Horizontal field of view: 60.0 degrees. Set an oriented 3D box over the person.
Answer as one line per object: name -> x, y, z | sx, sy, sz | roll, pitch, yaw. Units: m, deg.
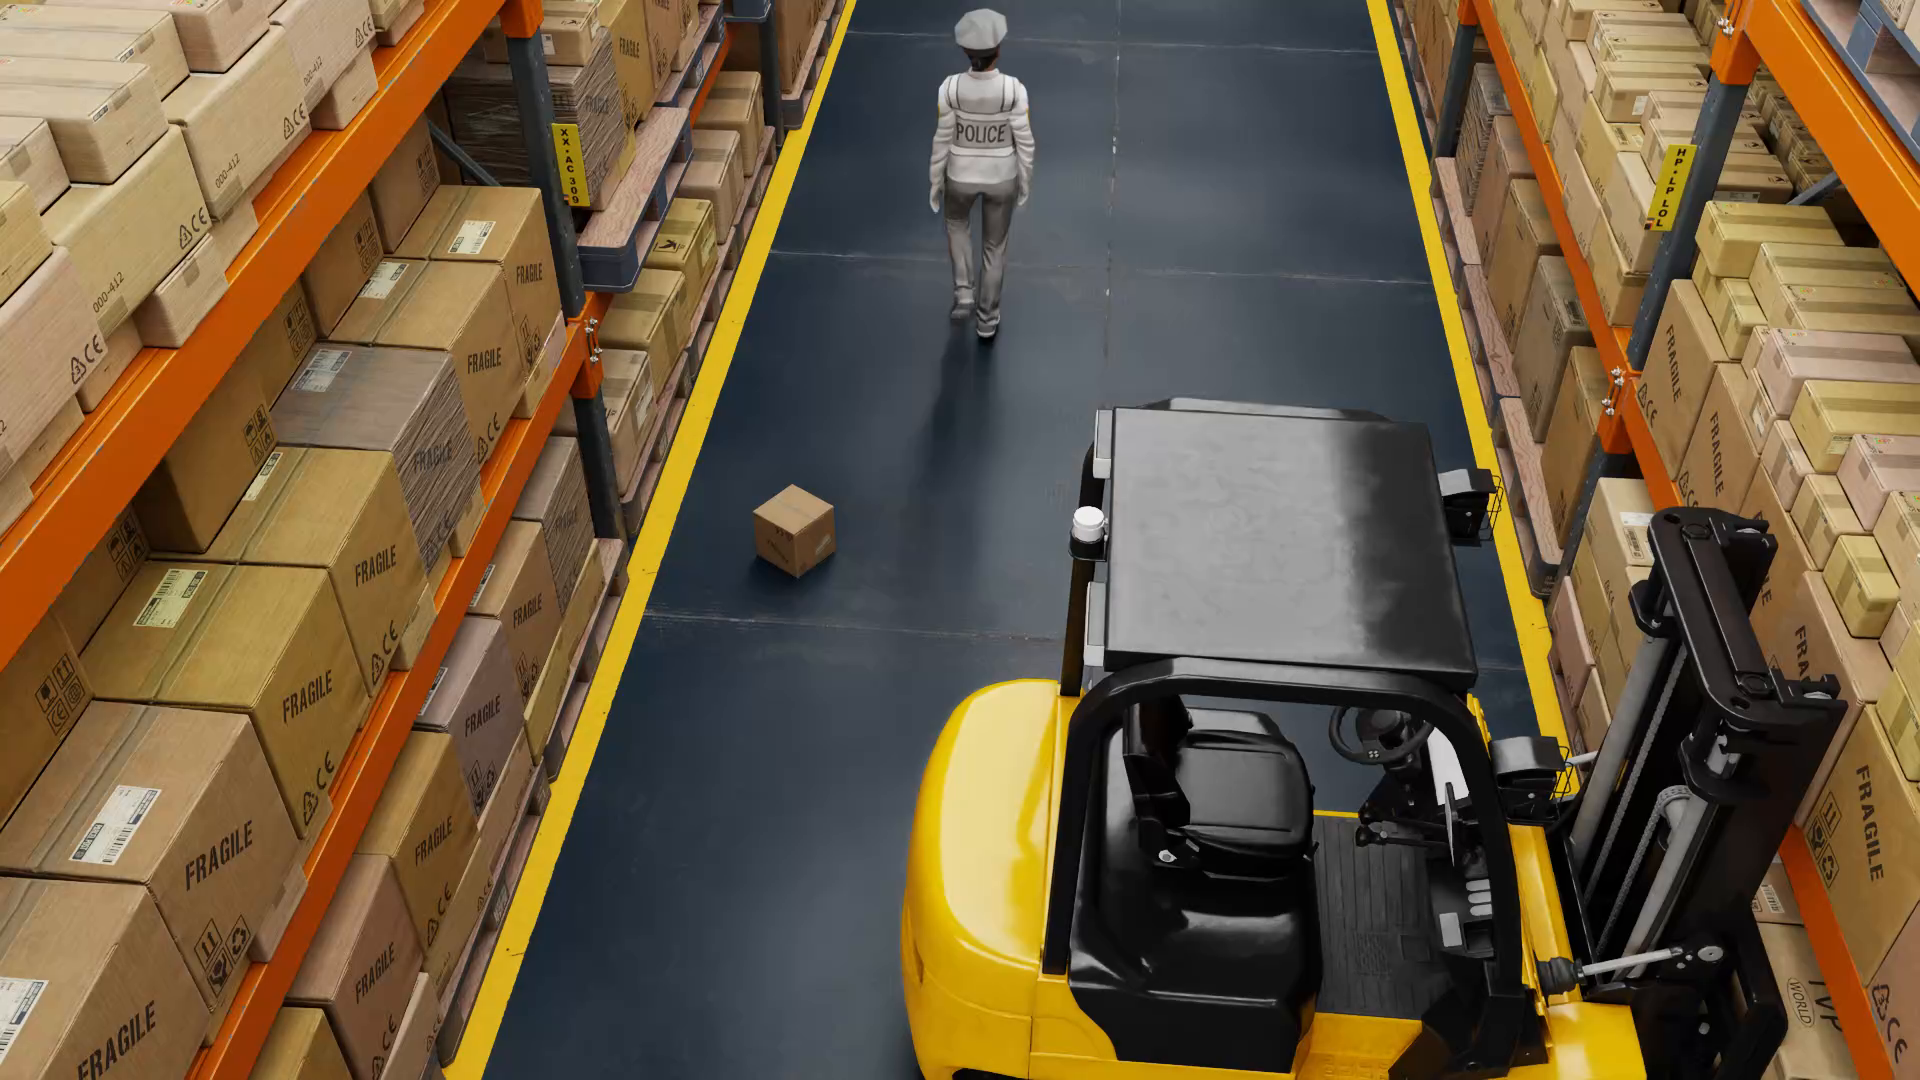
person -> 0.114, -1.798, 8.240 | 0.516, 1.706, 0.430 | 4, 40, 5
